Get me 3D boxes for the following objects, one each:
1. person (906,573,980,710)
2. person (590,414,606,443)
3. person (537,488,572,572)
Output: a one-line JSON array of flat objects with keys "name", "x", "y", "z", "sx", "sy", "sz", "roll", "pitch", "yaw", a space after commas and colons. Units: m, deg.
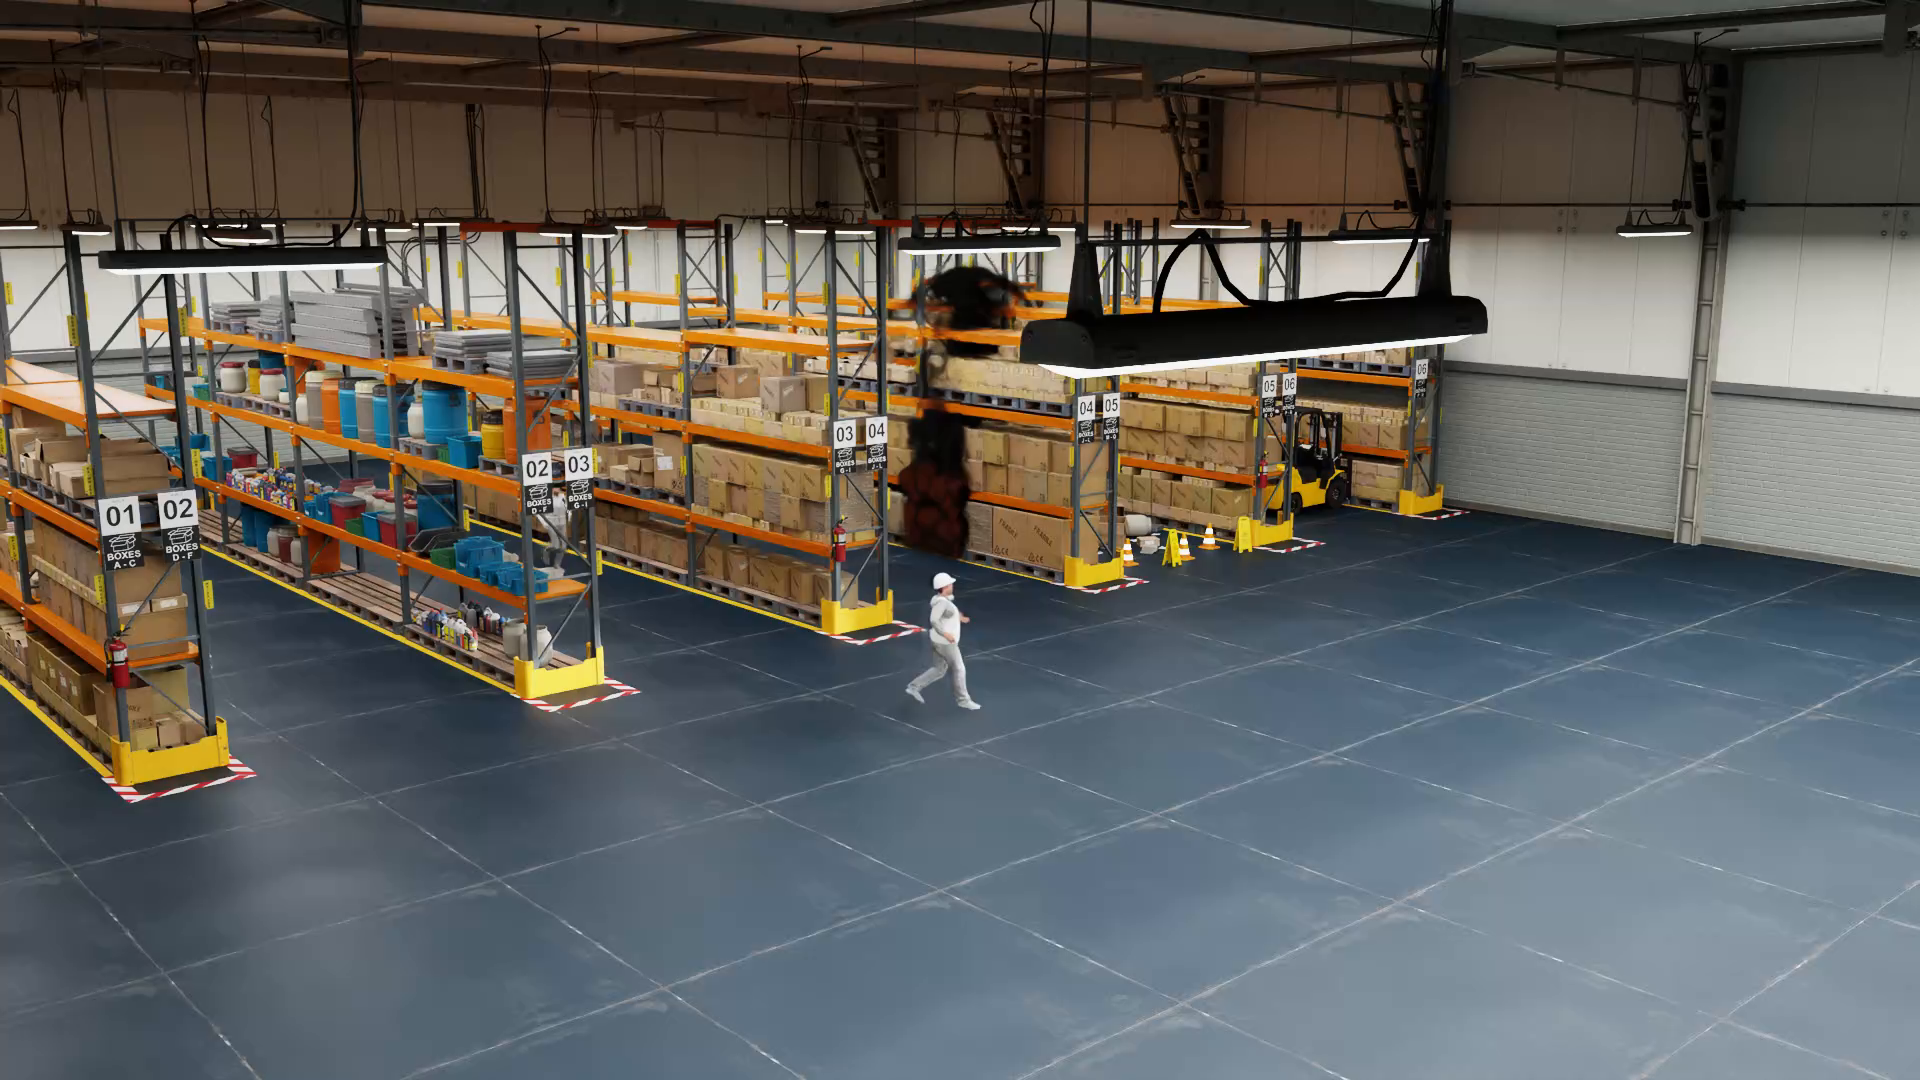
[{"name": "person", "x": -0.215, "y": 1.288, "z": 20.985, "sx": 0.956, "sy": 1.783, "sz": 0.661, "roll": -3, "pitch": 12, "yaw": -15}, {"name": "person", "x": -8.937, "y": -2.745, "z": 40.913, "sx": 0.917, "sy": 1.770, "sz": 0.712, "roll": -4, "pitch": 12, "yaw": -21}, {"name": "person", "x": -7.027, "y": -0.255, "z": 28.965, "sx": 0.645, "sy": 1.667, "sz": 0.558, "roll": -9, "pitch": 14, "yaw": -38}]
